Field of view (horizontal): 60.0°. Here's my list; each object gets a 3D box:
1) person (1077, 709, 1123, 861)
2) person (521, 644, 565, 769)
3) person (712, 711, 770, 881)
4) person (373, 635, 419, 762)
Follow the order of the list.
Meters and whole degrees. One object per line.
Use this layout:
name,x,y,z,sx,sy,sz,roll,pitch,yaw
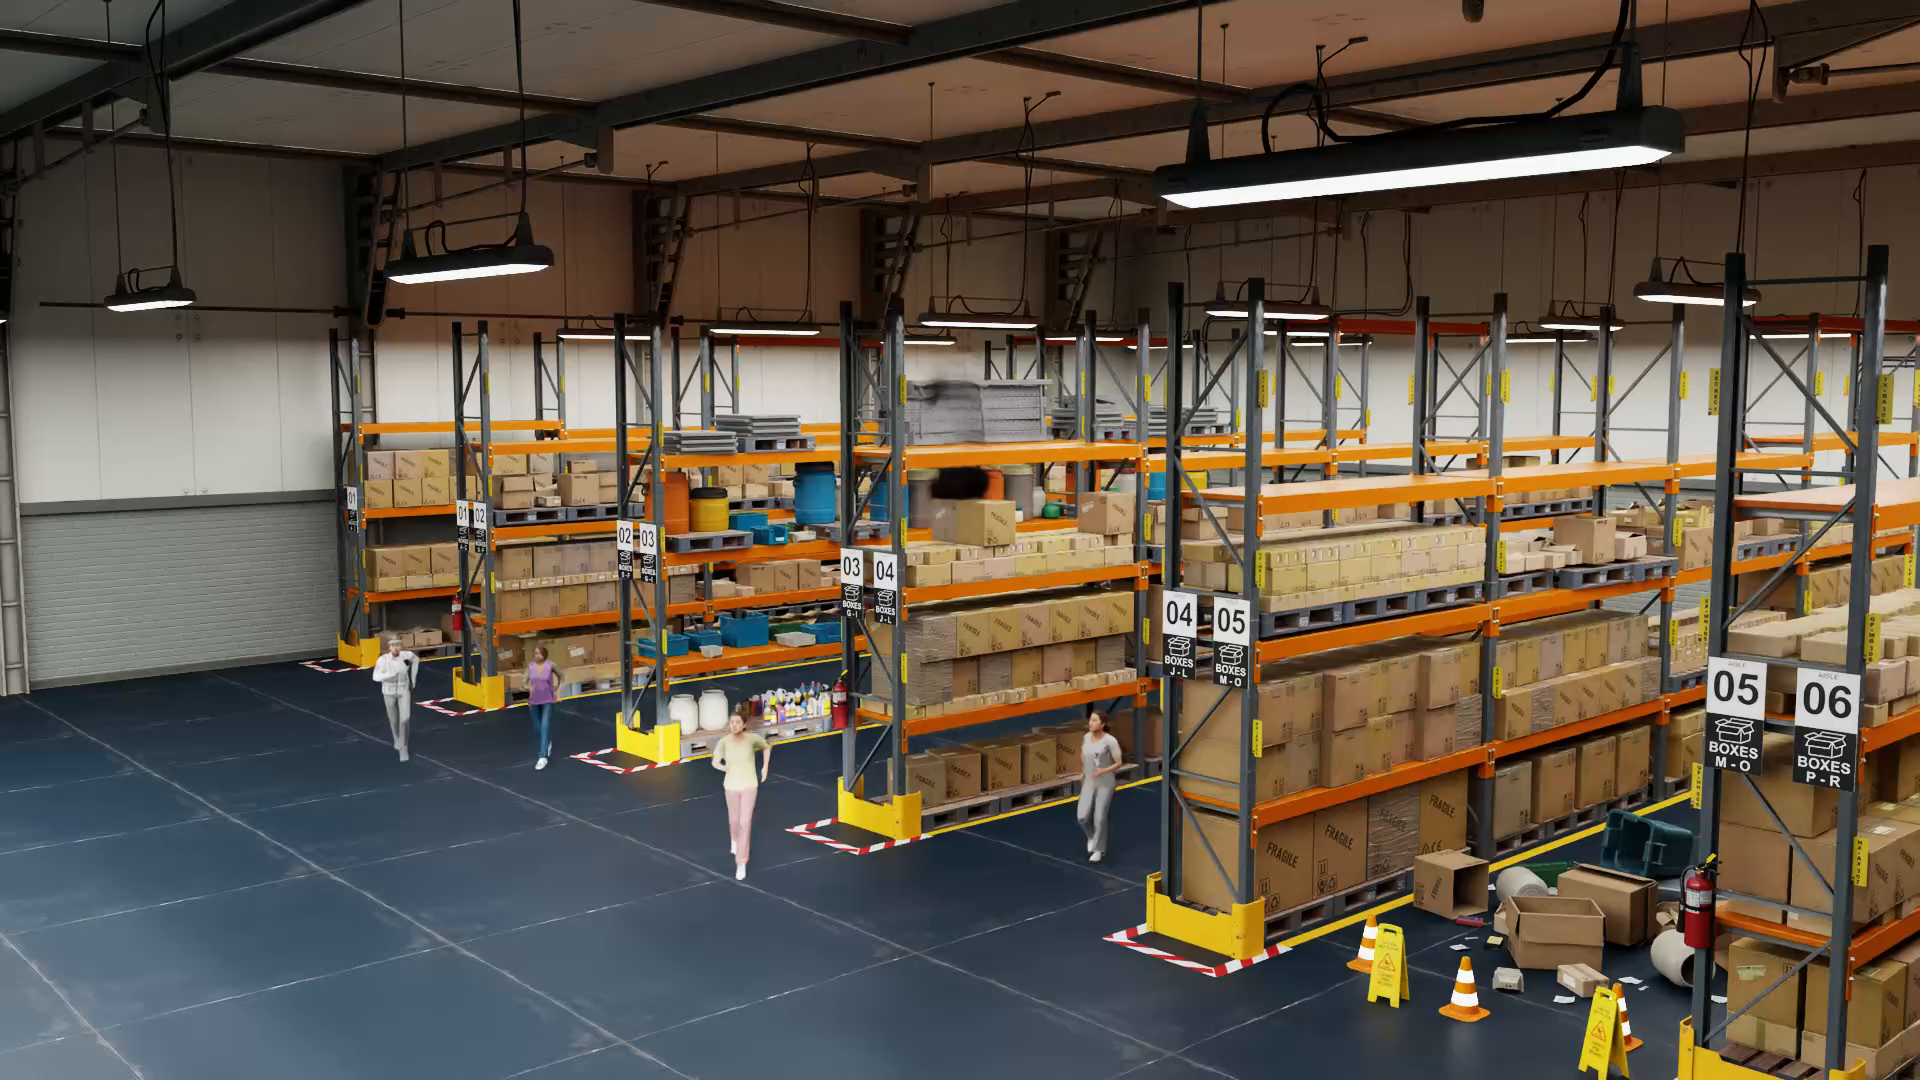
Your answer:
person,1.450,2.612,17.630,0.552,1.636,0.561,4,7,33
person,-5.544,2.171,22.070,0.543,1.598,0.810,0,6,2
person,-2.295,2.611,17.453,0.583,1.694,0.958,0,6,3
person,-7.627,2.124,22.539,0.593,1.745,0.829,-2,6,-18
